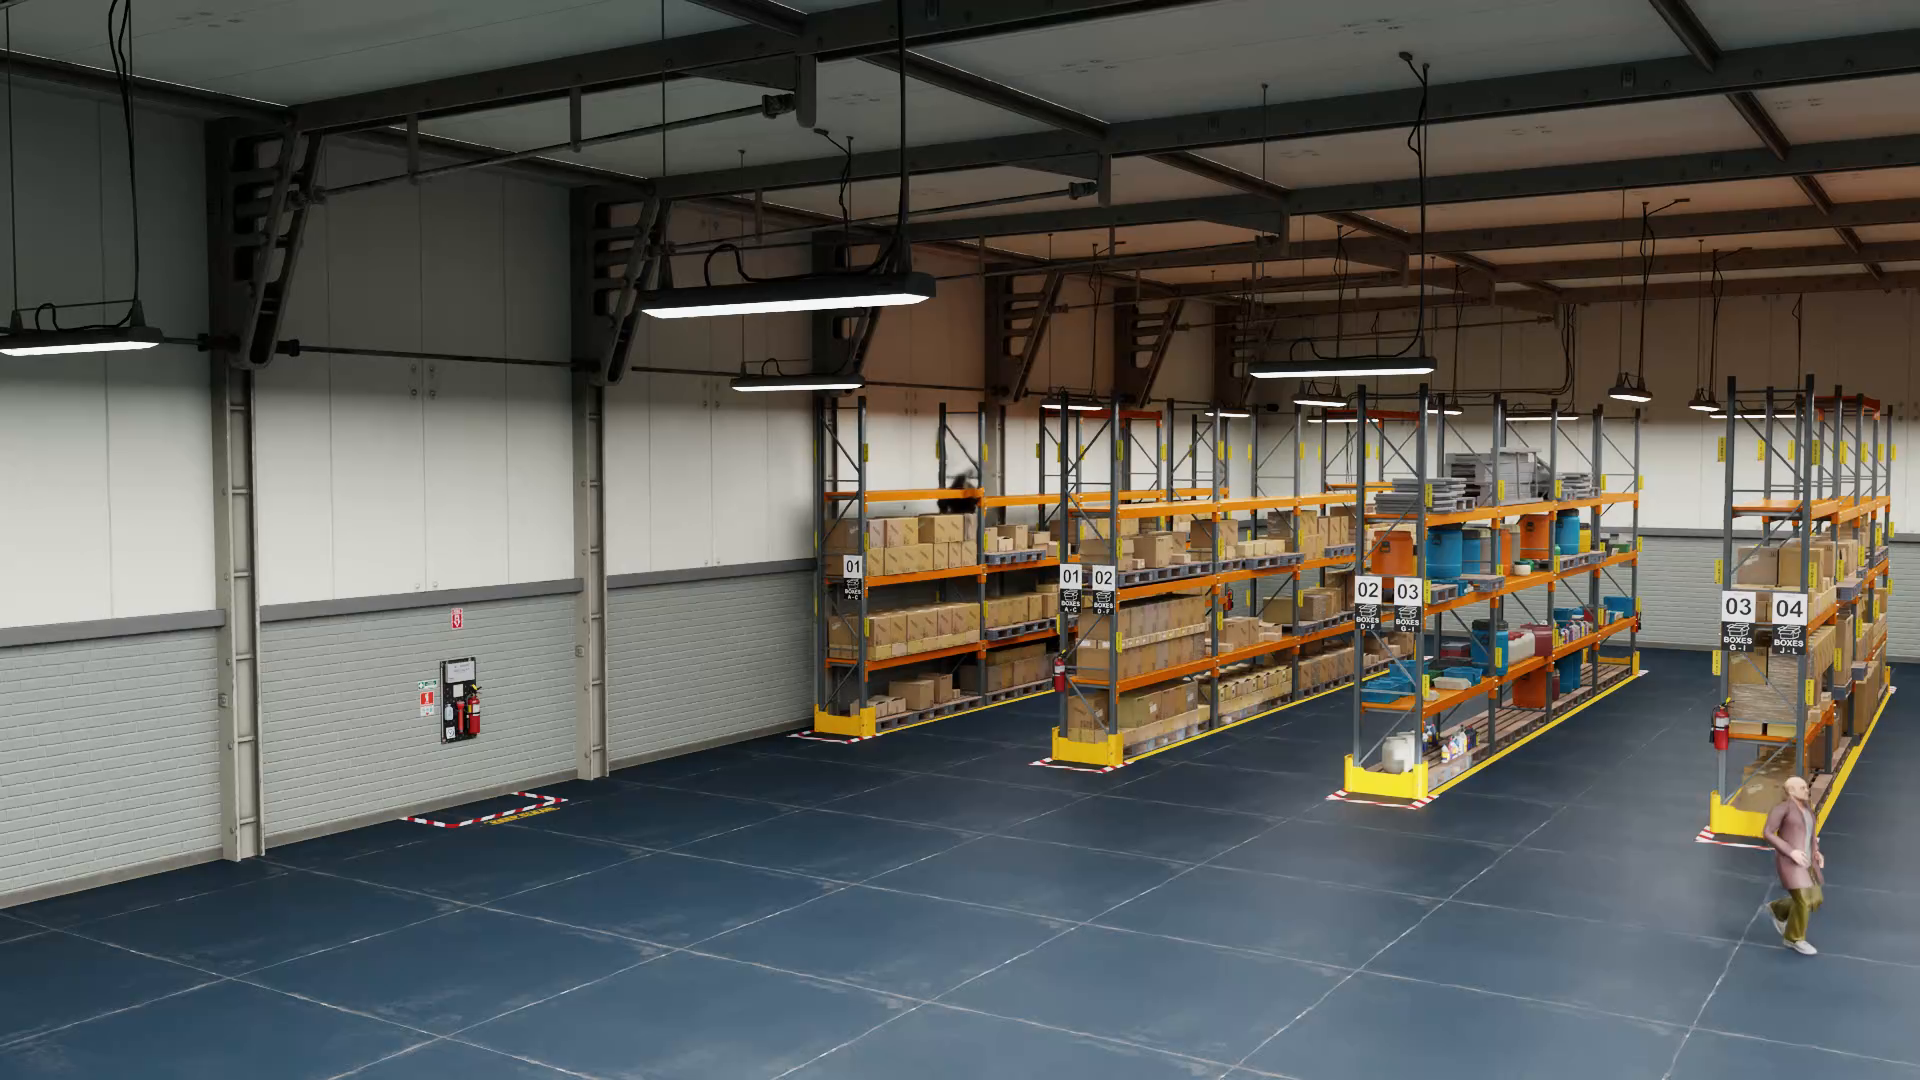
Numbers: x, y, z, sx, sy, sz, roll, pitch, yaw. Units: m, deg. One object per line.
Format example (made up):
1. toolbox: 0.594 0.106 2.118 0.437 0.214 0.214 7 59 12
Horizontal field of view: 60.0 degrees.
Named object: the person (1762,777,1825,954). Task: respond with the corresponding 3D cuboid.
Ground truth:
1. person: 8.363 3.250 16.778 0.721 1.746 0.639 -2 3 -28
